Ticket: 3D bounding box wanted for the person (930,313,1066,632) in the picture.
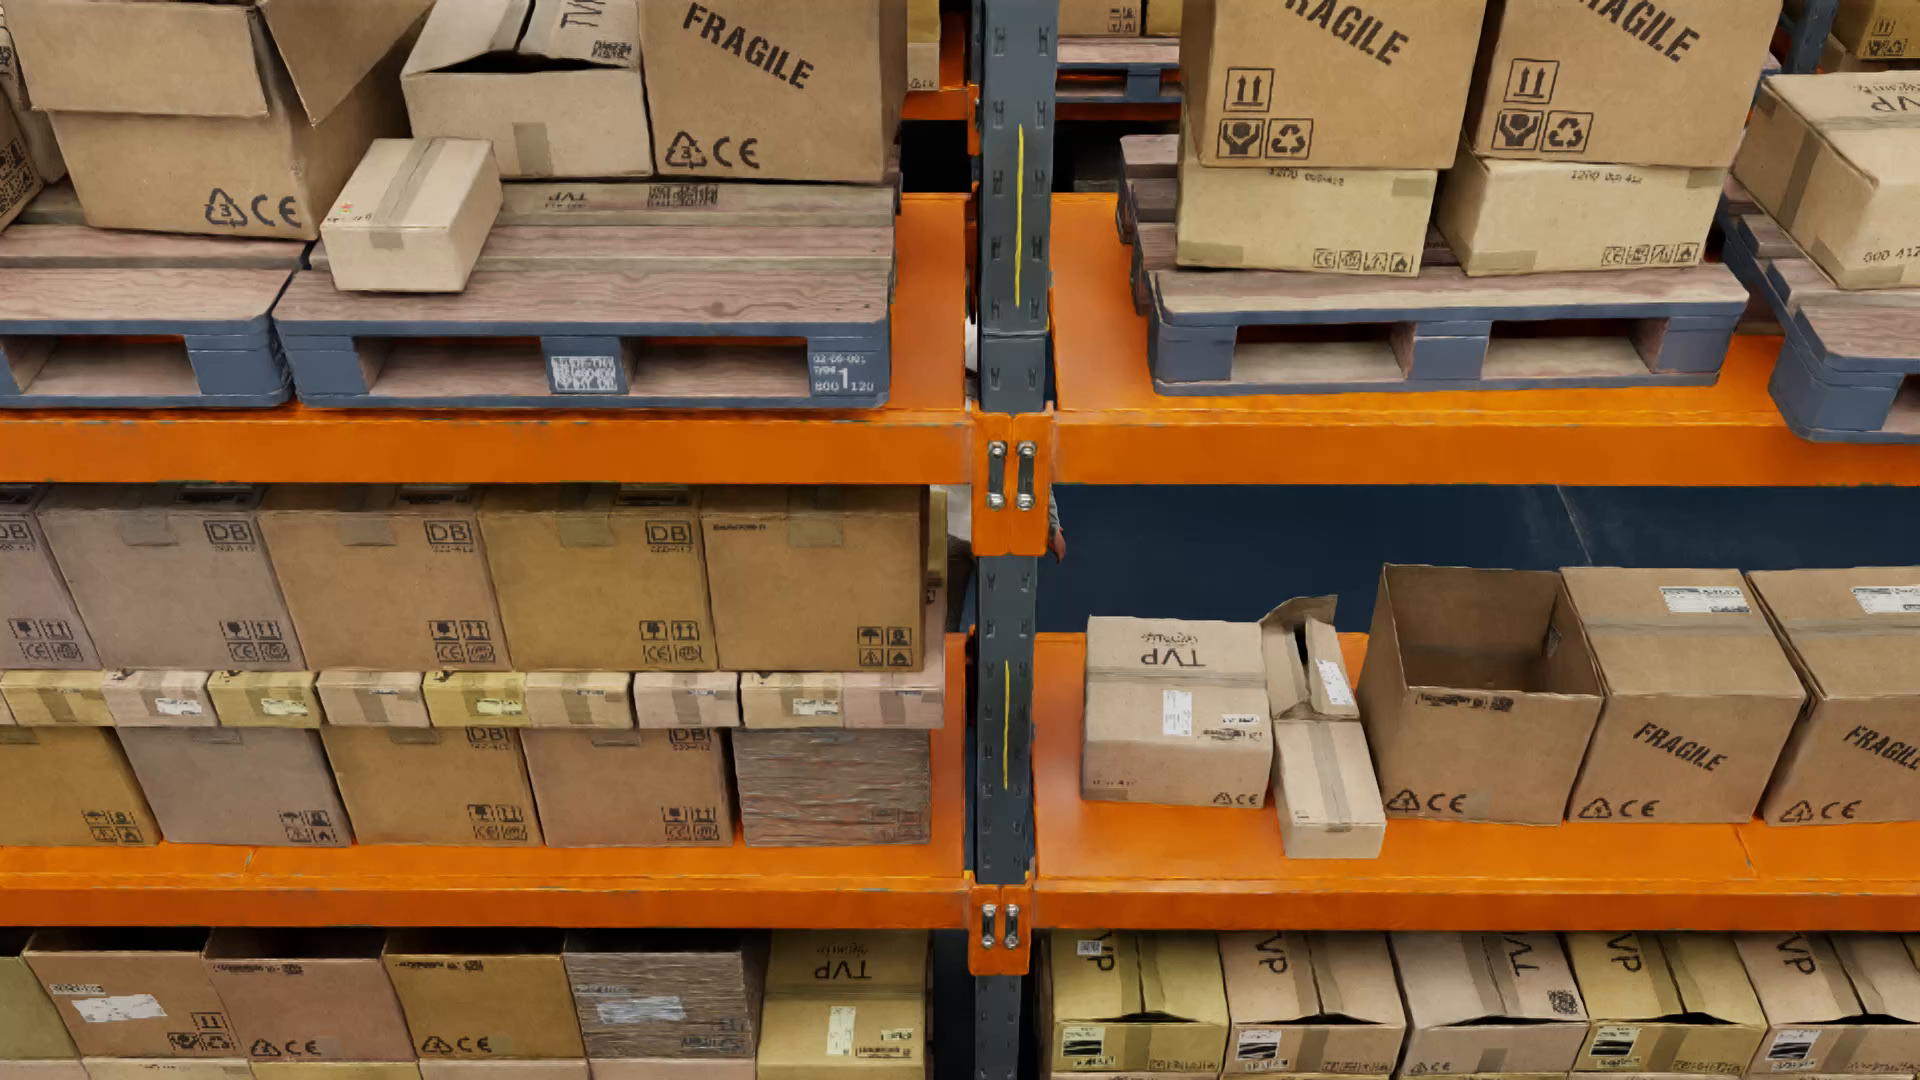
[{"bbox_3d":[0.098,-0.092,6.238,0.639,1.774,0.598,18,43,20],"label":"person"}]
